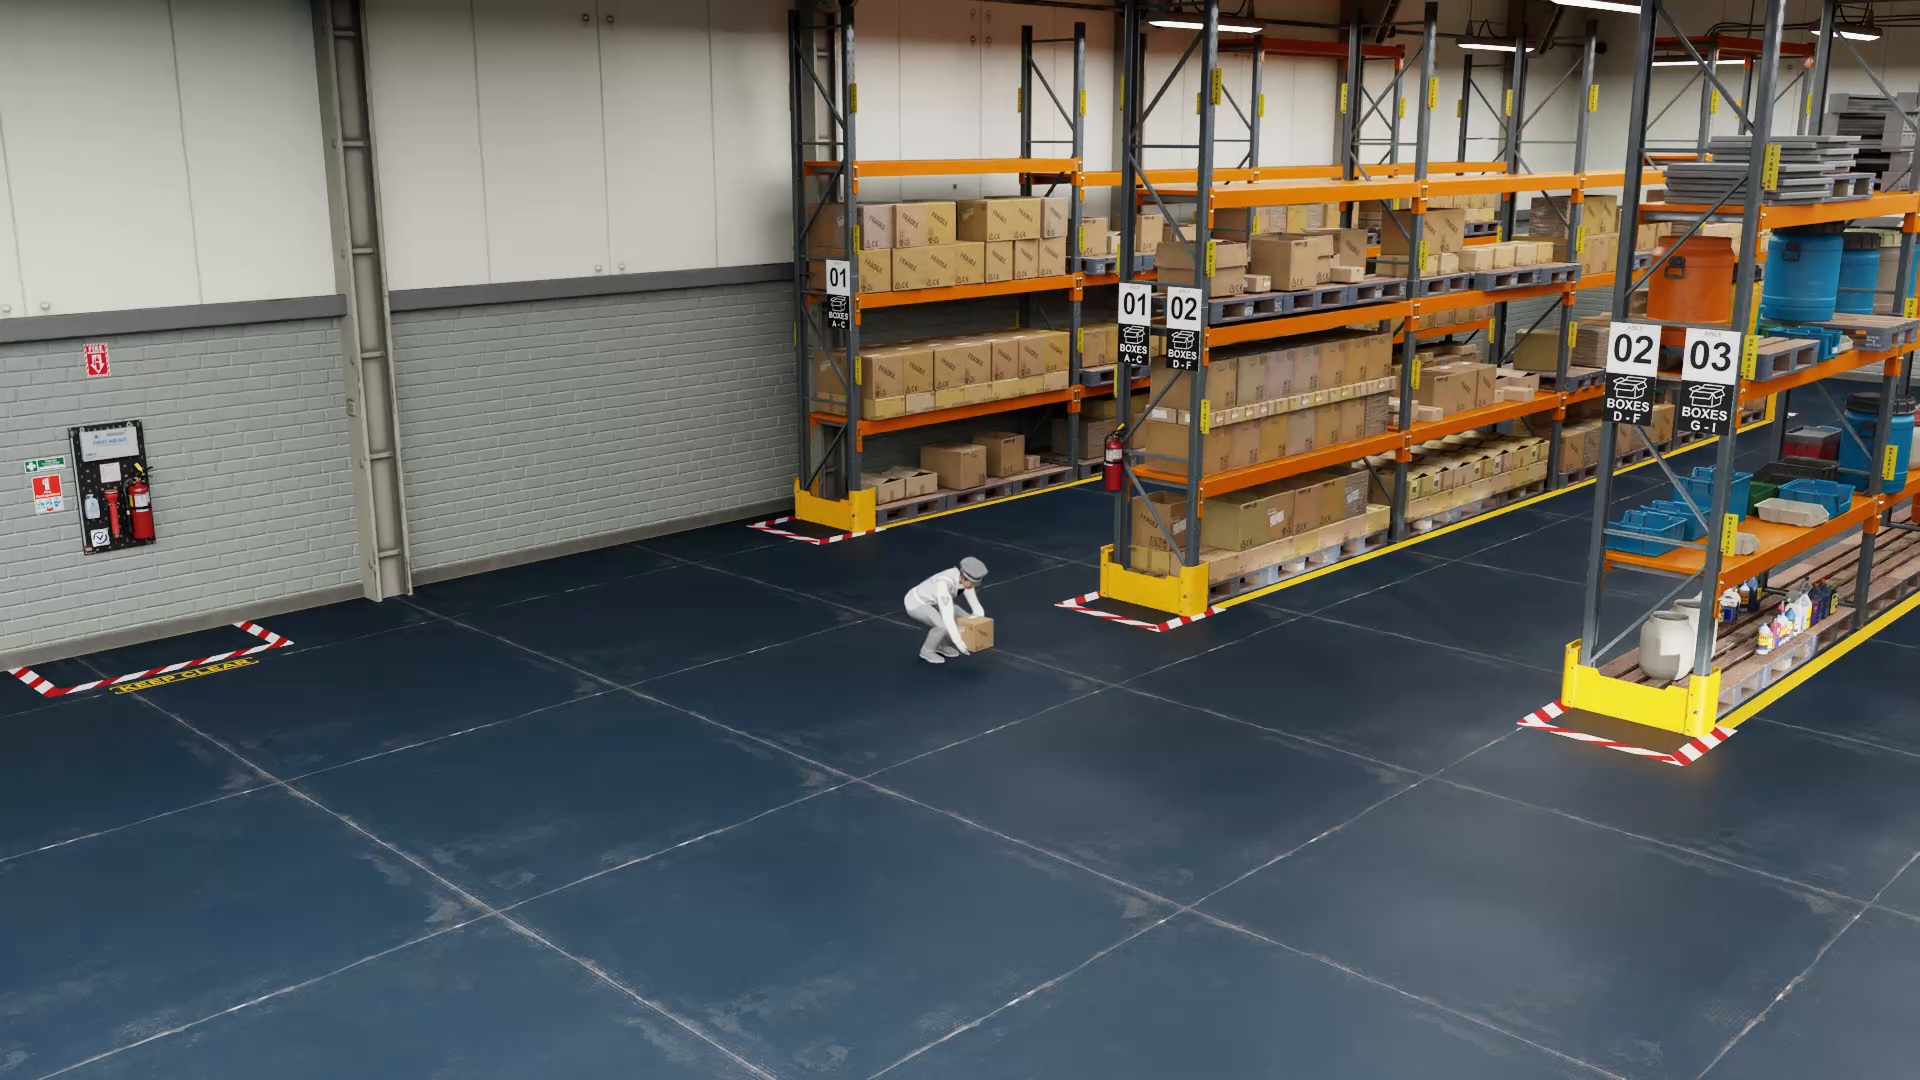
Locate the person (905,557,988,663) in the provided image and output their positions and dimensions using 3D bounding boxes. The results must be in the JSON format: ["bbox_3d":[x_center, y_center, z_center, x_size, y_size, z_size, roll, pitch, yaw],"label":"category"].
[{"bbox_3d":[-0.110,0.605,14.981,0.816,0.983,0.484,13,19,42],"label":"person"}]
